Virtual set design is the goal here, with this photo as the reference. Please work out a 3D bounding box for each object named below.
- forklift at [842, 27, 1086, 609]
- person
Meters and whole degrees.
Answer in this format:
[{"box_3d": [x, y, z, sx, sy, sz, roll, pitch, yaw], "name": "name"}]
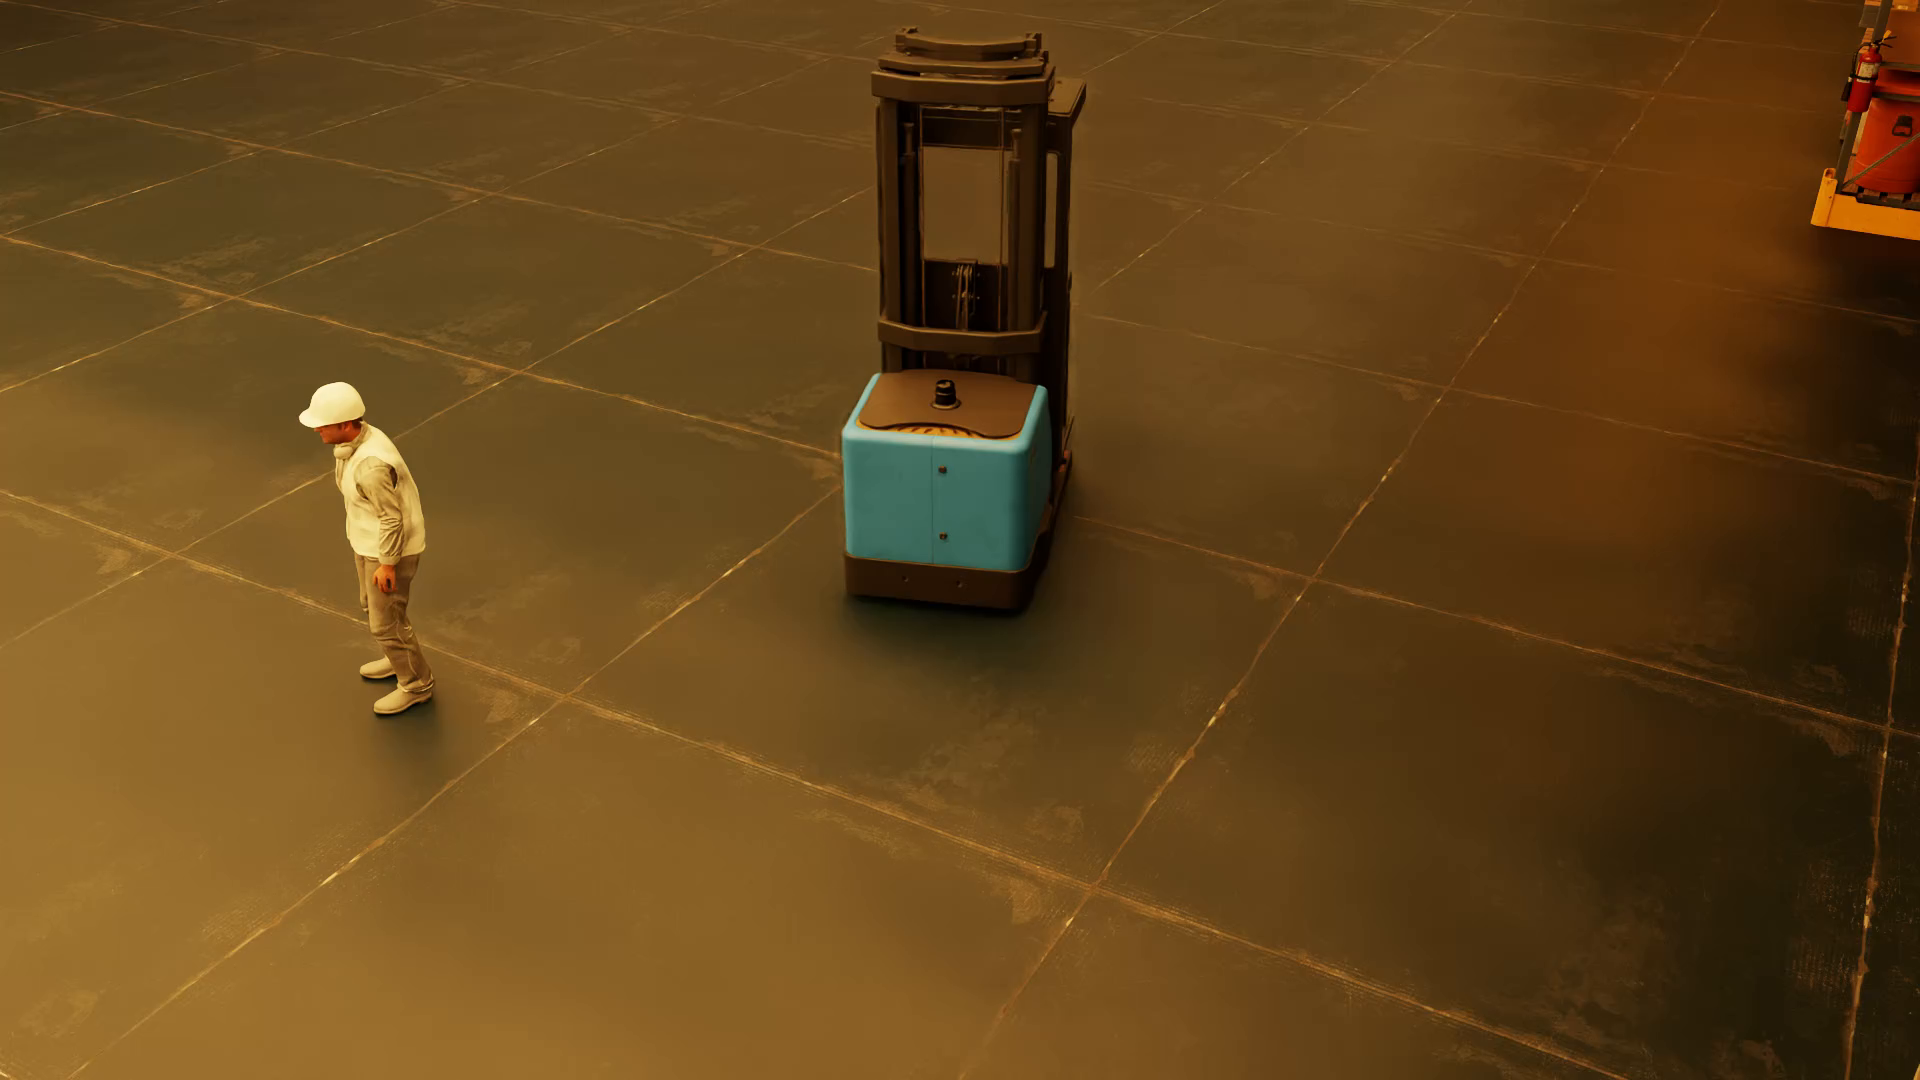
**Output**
[{"box_3d": [0.119, -1.606, 9.853, 1.130, 2.935, 3.031, 5, 30, 9], "name": "forklift"}, {"box_3d": [-2.876, 0.017, 8.203, 0.464, 1.770, 0.588, -16, 34, -26], "name": "person"}]
